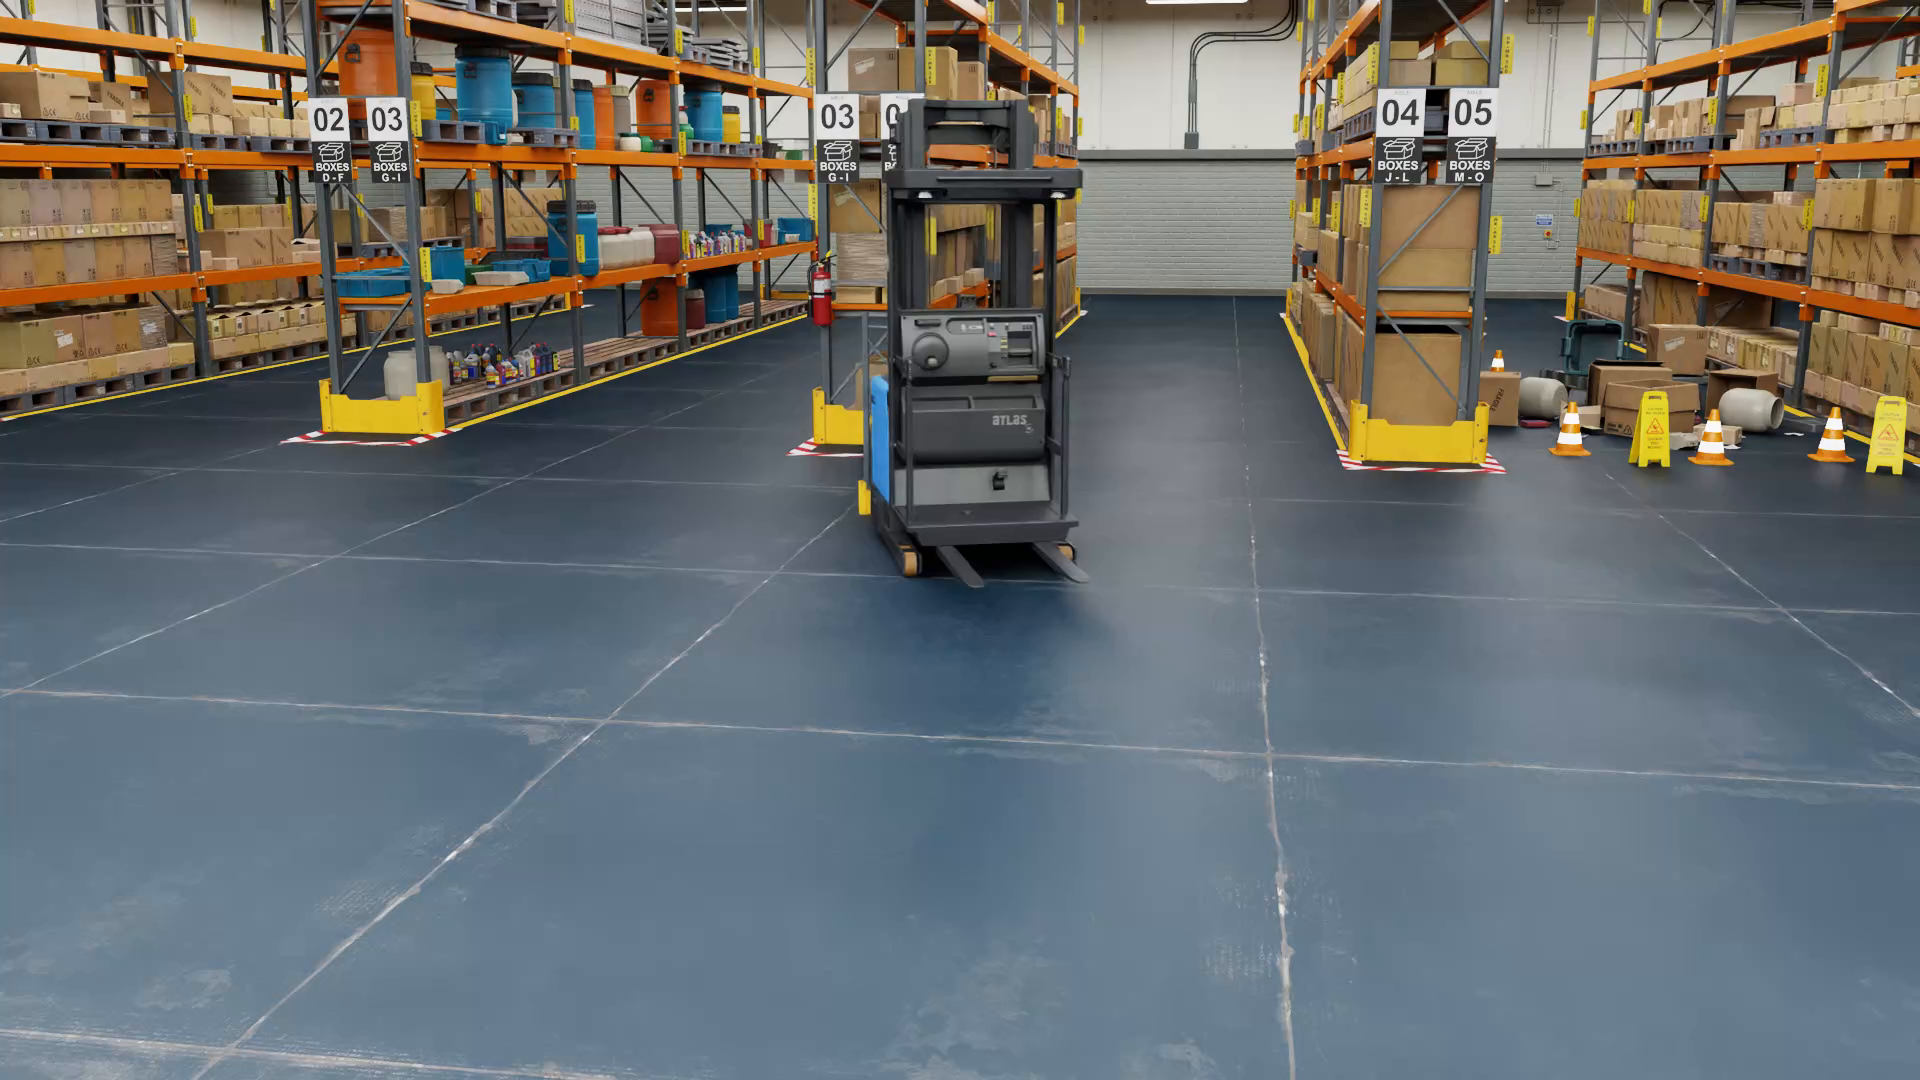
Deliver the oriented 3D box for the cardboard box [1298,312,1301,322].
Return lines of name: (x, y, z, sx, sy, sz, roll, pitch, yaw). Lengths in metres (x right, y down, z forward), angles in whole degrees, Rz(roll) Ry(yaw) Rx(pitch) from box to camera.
cardboard box: (5.650, -3.600, 26.849, 0.380, 0.149, 0.250, 2, 12, 9)

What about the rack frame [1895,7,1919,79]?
rack frame: (16.353, -8.162, 28.005, 1.000, 3.000, 0.127, 2, 12, 9)

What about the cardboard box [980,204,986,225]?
cardboard box: (0.013, -3.793, 18.655, 0.500, 0.500, 0.500, 2, 12, 9)

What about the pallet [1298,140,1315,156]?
pallet: (5.569, -5.729, 24.284, 1.213, 0.211, 1.003, 2, 12, 9)

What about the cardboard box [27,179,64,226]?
cardboard box: (-10.348, -3.707, 18.257, 0.700, 0.500, 0.500, 2, 12, 9)

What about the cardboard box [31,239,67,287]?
cardboard box: (-10.350, -3.060, 18.333, 0.700, 0.500, 0.500, 2, 12, 9)

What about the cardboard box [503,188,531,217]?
cardboard box: (-8.160, -6.148, 30.290, 0.500, 0.500, 0.500, 2, 12, 10)

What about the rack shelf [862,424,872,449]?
rack shelf: (-0.352, -0.843, 12.700, 0.538, 0.185, 1.000, 3, 12, 13)

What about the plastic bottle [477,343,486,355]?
plastic bottle: (-5.618, -2.138, 19.539, 0.144, 0.351, 0.185, 2, 12, 10)

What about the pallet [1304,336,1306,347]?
pallet: (5.623, -2.916, 24.522, 1.003, 0.211, 1.213, 2, 12, 9)

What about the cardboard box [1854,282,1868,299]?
cardboard box: (9.031, -2.447, 16.325, 0.380, 0.149, 0.250, 2, 12, 9)

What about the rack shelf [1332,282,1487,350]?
rack shelf: (4.388, -2.262, 16.579, 1.077, 0.370, 4.000, 2, 12, 9)

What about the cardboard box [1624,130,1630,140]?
cardboard box: (10.655, -6.352, 26.092, 0.380, 0.149, 0.250, 2, 12, 10)

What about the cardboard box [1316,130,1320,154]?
cardboard box: (5.212, -5.610, 23.047, 0.500, 0.500, 0.500, 2, 12, 9)

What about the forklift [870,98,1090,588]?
forklift: (0.125, -1.280, 10.474, 1.130, 2.935, 3.031, -2, 12, -10)

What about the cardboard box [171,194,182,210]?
cardboard box: (-13.550, -5.718, 28.135, 0.500, 0.250, 0.500, 2, 12, 10)

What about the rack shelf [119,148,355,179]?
rack shelf: (-9.670, -5.065, 22.463, 1.077, 0.370, 4.000, 2, 12, 9)

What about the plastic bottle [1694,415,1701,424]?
plastic bottle: (7.551, -1.247, 17.134, 0.133, 0.061, 0.283, 4, 13, 18)

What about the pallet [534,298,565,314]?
pallet: (-8.265, -4.487, 31.813, 1.003, 0.211, 1.213, 2, 12, 9)

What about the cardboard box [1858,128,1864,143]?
cardboard box: (9.288, -4.070, 16.734, 0.380, 0.149, 0.250, 2, 12, 9)

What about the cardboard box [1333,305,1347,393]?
cardboard box: (4.530, -2.068, 18.018, 0.875, 0.875, 0.875, 2, 12, 10)

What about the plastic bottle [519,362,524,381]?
plastic bottle: (-4.997, -1.910, 18.834, 0.097, 0.201, 0.097, 0, 12, 0)

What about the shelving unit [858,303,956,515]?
shelving unit: (-0.350, -1.021, 12.670, 0.587, 1.500, 1.083, 3, 12, 13)

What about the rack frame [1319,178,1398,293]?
rack frame: (5.311, -3.863, 22.299, 1.000, 3.000, 0.127, 2, 12, 9)

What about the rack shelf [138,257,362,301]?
rack shelf: (-9.670, -3.599, 22.779, 1.077, 0.370, 4.000, 2, 12, 9)

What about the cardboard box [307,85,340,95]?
cardboard box: (-9.289, -6.461, 24.624, 0.500, 0.500, 0.500, 2, 12, 9)

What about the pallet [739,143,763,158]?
pallet: (-3.877, -6.246, 26.683, 1.213, 0.211, 1.003, 2, 12, 9)

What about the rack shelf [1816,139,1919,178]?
rack shelf: (9.295, -3.589, 15.617, 1.077, 0.370, 4.000, 2, 12, 9)

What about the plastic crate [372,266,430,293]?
plastic crate: (-5.812, -2.716, 17.330, 0.499, 0.251, 0.408, 2, 12, 9)

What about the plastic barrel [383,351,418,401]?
plastic barrel: (-5.673, -1.669, 17.025, 0.421, 0.512, 0.421, 0, 12, 0)

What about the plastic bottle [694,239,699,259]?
plastic bottle: (-3.946, -4.351, 24.838, 0.061, 0.283, 0.133, 2, 12, 9)

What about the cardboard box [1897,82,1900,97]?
cardboard box: (9.074, -4.243, 15.646, 0.380, 0.149, 0.250, 2, 12, 10)

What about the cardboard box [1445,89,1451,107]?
cardboard box: (4.450, -3.856, 14.510, 0.380, 0.149, 0.250, 2, 12, 9)

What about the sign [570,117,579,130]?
sign: (-4.542, -4.823, 19.613, 0.100, 0.325, 0.005, 2, 12, 9)

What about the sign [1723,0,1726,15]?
sign: (11.371, -7.969, 24.707, 0.100, 0.325, 0.005, 2, 12, 9)

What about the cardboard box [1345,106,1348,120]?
cardboard box: (4.266, -4.509, 17.540, 0.380, 0.149, 0.250, 2, 12, 9)

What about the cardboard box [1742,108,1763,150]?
cardboard box: (10.062, -5.042, 20.412, 0.700, 0.500, 0.500, 2, 12, 9)

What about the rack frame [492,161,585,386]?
rack frame: (-5.084, -3.373, 20.023, 1.000, 3.000, 0.127, 2, 12, 9)

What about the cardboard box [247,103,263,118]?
cardboard box: (-13.112, -7.722, 30.428, 0.500, 0.500, 0.500, 2, 12, 9)

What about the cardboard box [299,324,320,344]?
cardboard box: (-9.358, -2.898, 23.352, 0.500, 0.250, 0.500, 2, 12, 10)

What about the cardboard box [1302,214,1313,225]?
cardboard box: (5.134, -4.622, 24.009, 0.380, 0.149, 0.250, 2, 12, 11)

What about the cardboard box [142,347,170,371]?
cardboard box: (-9.920, -2.188, 20.055, 0.500, 0.250, 0.500, 2, 12, 9)

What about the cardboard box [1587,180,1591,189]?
cardboard box: (11.120, -6.179, 28.894, 0.380, 0.149, 0.250, 2, 12, 10)

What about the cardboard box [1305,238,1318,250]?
cardboard box: (4.933, -4.063, 22.827, 0.380, 0.149, 0.250, 2, 12, 10)

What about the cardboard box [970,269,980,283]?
cardboard box: (0.020, -2.983, 18.813, 0.380, 0.149, 0.250, 2, 12, 9)

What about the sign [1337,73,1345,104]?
sign: (4.158, -4.919, 18.104, 0.100, 0.325, 0.005, 2, 12, 9)

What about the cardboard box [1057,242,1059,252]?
cardboard box: (1.415, -4.806, 27.268, 0.380, 0.149, 0.250, 2, 12, 9)

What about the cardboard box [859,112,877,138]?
cardboard box: (-0.982, -3.881, 15.619, 0.500, 0.250, 0.500, 2, 12, 10)

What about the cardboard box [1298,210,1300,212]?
cardboard box: (5.982, -5.318, 28.107, 0.500, 0.500, 0.500, 2, 12, 7)

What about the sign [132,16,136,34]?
sign: (-14.187, -8.849, 28.600, 0.100, 0.325, 0.005, 2, 12, 9)

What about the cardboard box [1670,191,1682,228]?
cardboard box: (10.192, -4.588, 23.051, 0.500, 0.500, 0.500, 2, 12, 9)

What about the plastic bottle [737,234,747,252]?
plastic bottle: (-3.595, -4.885, 27.334, 0.152, 0.276, 0.135, 2, 12, 9)

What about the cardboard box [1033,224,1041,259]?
cardboard box: (0.921, -4.400, 24.554, 0.500, 0.500, 0.500, 2, 12, 8)

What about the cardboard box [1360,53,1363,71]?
cardboard box: (3.993, -4.531, 15.748, 0.380, 0.149, 0.250, 2, 12, 8)

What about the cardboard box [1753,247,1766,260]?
cardboard box: (9.687, -3.410, 19.795, 0.380, 0.149, 0.250, 2, 12, 10)

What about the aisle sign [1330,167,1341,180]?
aisle sign: (6.849, -6.805, 29.778, 0.394, 0.787, 0.004, 2, 12, 9)

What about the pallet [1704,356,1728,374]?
pallet: (10.096, -2.198, 21.191, 1.003, 0.211, 1.213, 2, 12, 9)

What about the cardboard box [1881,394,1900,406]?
cardboard box: (8.933, -1.204, 15.491, 0.500, 0.250, 0.500, 2, 12, 9)

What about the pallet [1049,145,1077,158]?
pallet: (1.552, -6.978, 29.845, 1.003, 0.211, 1.213, 2, 12, 9)
